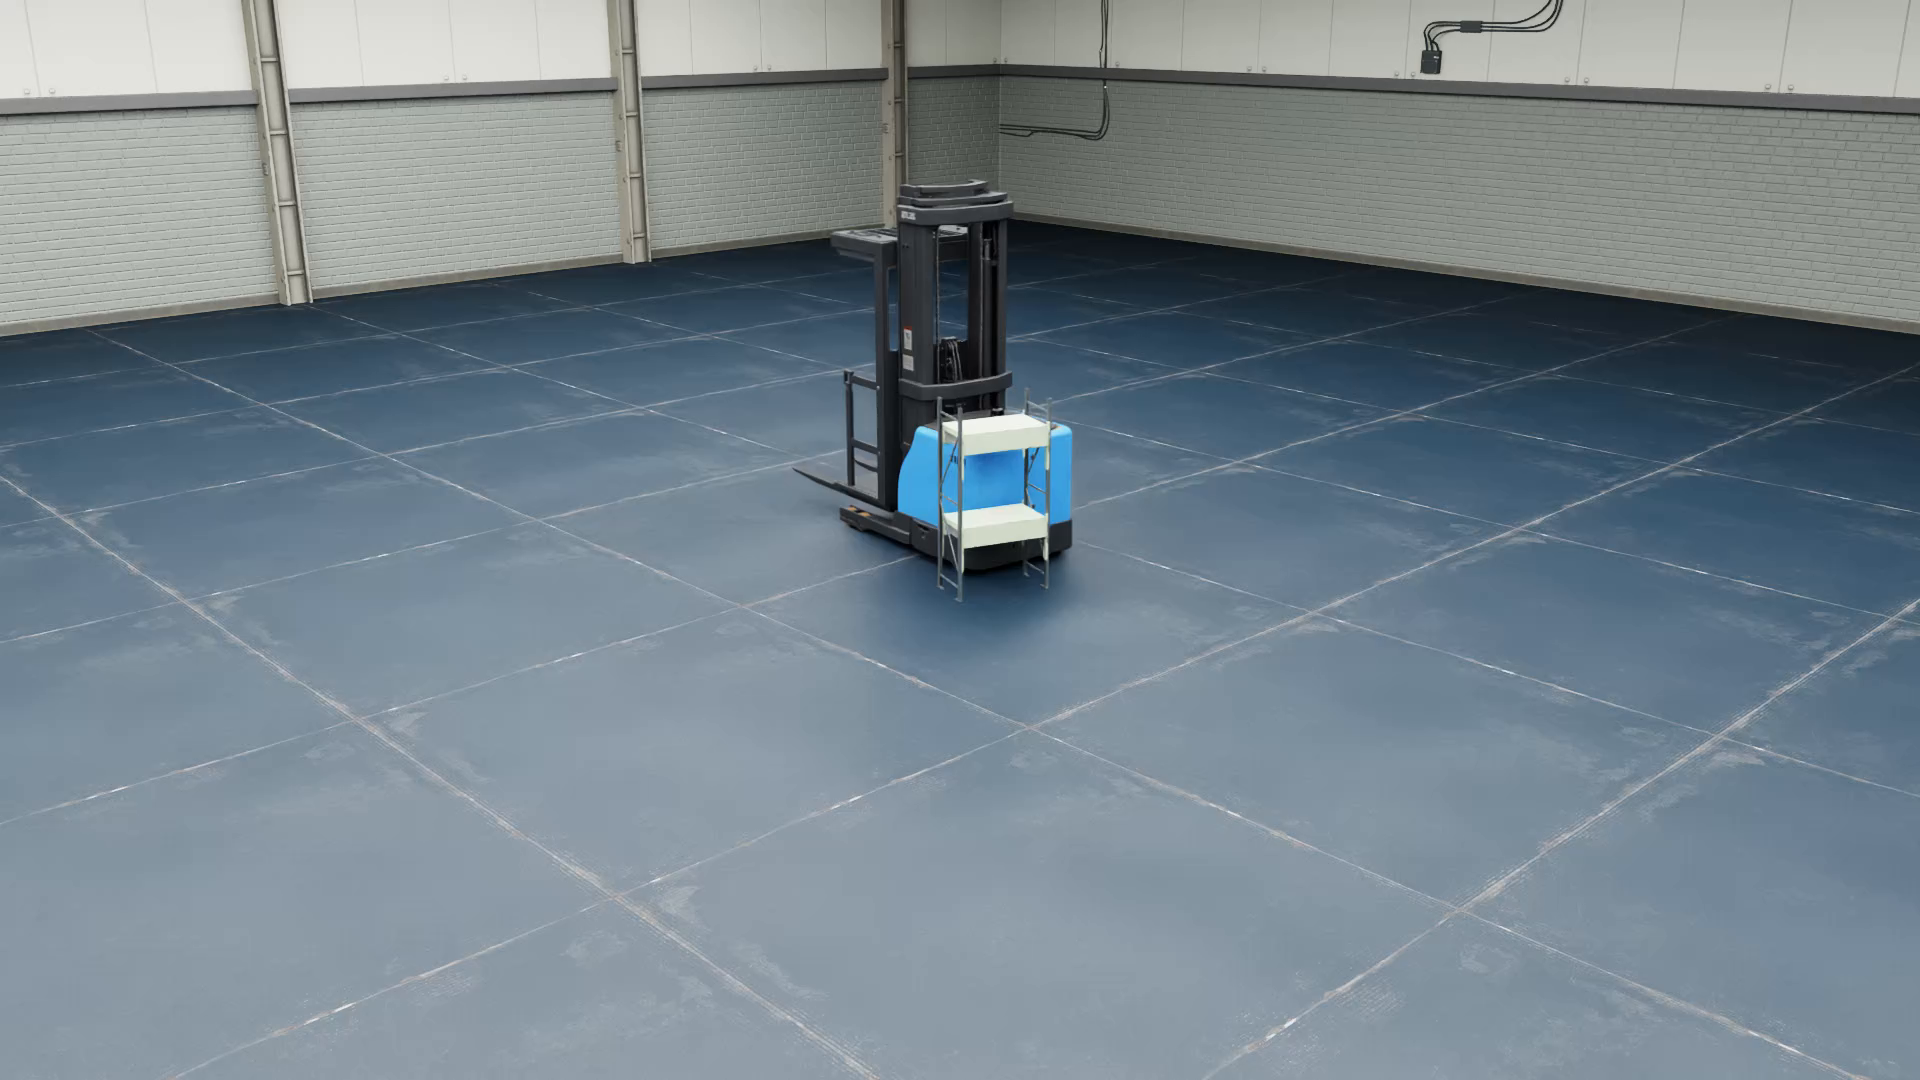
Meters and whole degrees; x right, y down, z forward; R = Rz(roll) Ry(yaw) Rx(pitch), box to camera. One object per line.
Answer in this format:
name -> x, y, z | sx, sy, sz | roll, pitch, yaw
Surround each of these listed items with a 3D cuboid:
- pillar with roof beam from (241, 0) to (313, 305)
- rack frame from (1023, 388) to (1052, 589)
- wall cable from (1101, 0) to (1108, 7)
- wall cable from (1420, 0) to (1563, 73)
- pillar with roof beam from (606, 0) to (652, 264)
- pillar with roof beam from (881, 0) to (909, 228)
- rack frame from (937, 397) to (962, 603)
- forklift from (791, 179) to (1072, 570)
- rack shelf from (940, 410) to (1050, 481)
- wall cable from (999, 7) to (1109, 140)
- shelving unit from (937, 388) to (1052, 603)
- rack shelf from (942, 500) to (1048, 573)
pillar with roof beam -> -7.016, -6.884, 20.628 | 0.400, 9.000, 9.100 | -16, 24, -41
rack frame -> 0.590, -0.392, 12.761 | 0.023, 1.500, 0.400 | -8, 20, -23
wall cable -> 3.654, -11.039, 30.287 | 0.112, 2.526, 3.097 | -16, 24, -41
wall cable -> 8.306, -10.207, 25.360 | 0.169, 6.003, 2.305 | -16, 24, -41
pillar with roof beam -> -2.656, -8.156, 24.549 | 0.400, 9.000, 9.100 | -16, 24, -41
pillar with roof beam -> 1.704, -9.427, 28.470 | 0.400, 9.000, 9.100 | -16, 24, -41
rack frame -> -0.075, -0.297, 12.470 | 0.023, 1.500, 0.400 | -8, 20, -23
forklift -> -0.378, -1.547, 14.003 | 1.130, 2.935, 3.031 | -13, 22, -35
rack shelf -> 0.257, -0.716, 12.495 | 0.720, 0.370, 0.431 | -8, 20, -23
wall cable -> 1.795, -9.243, 32.936 | 0.112, 2.526, 3.097 | -16, 24, -41
shelving unit -> 0.257, -0.345, 12.615 | 0.755, 1.500, 0.431 | -8, 20, -23
rack shelf -> 0.257, -0.034, 12.716 | 0.720, 0.370, 0.431 | -8, 20, -23
